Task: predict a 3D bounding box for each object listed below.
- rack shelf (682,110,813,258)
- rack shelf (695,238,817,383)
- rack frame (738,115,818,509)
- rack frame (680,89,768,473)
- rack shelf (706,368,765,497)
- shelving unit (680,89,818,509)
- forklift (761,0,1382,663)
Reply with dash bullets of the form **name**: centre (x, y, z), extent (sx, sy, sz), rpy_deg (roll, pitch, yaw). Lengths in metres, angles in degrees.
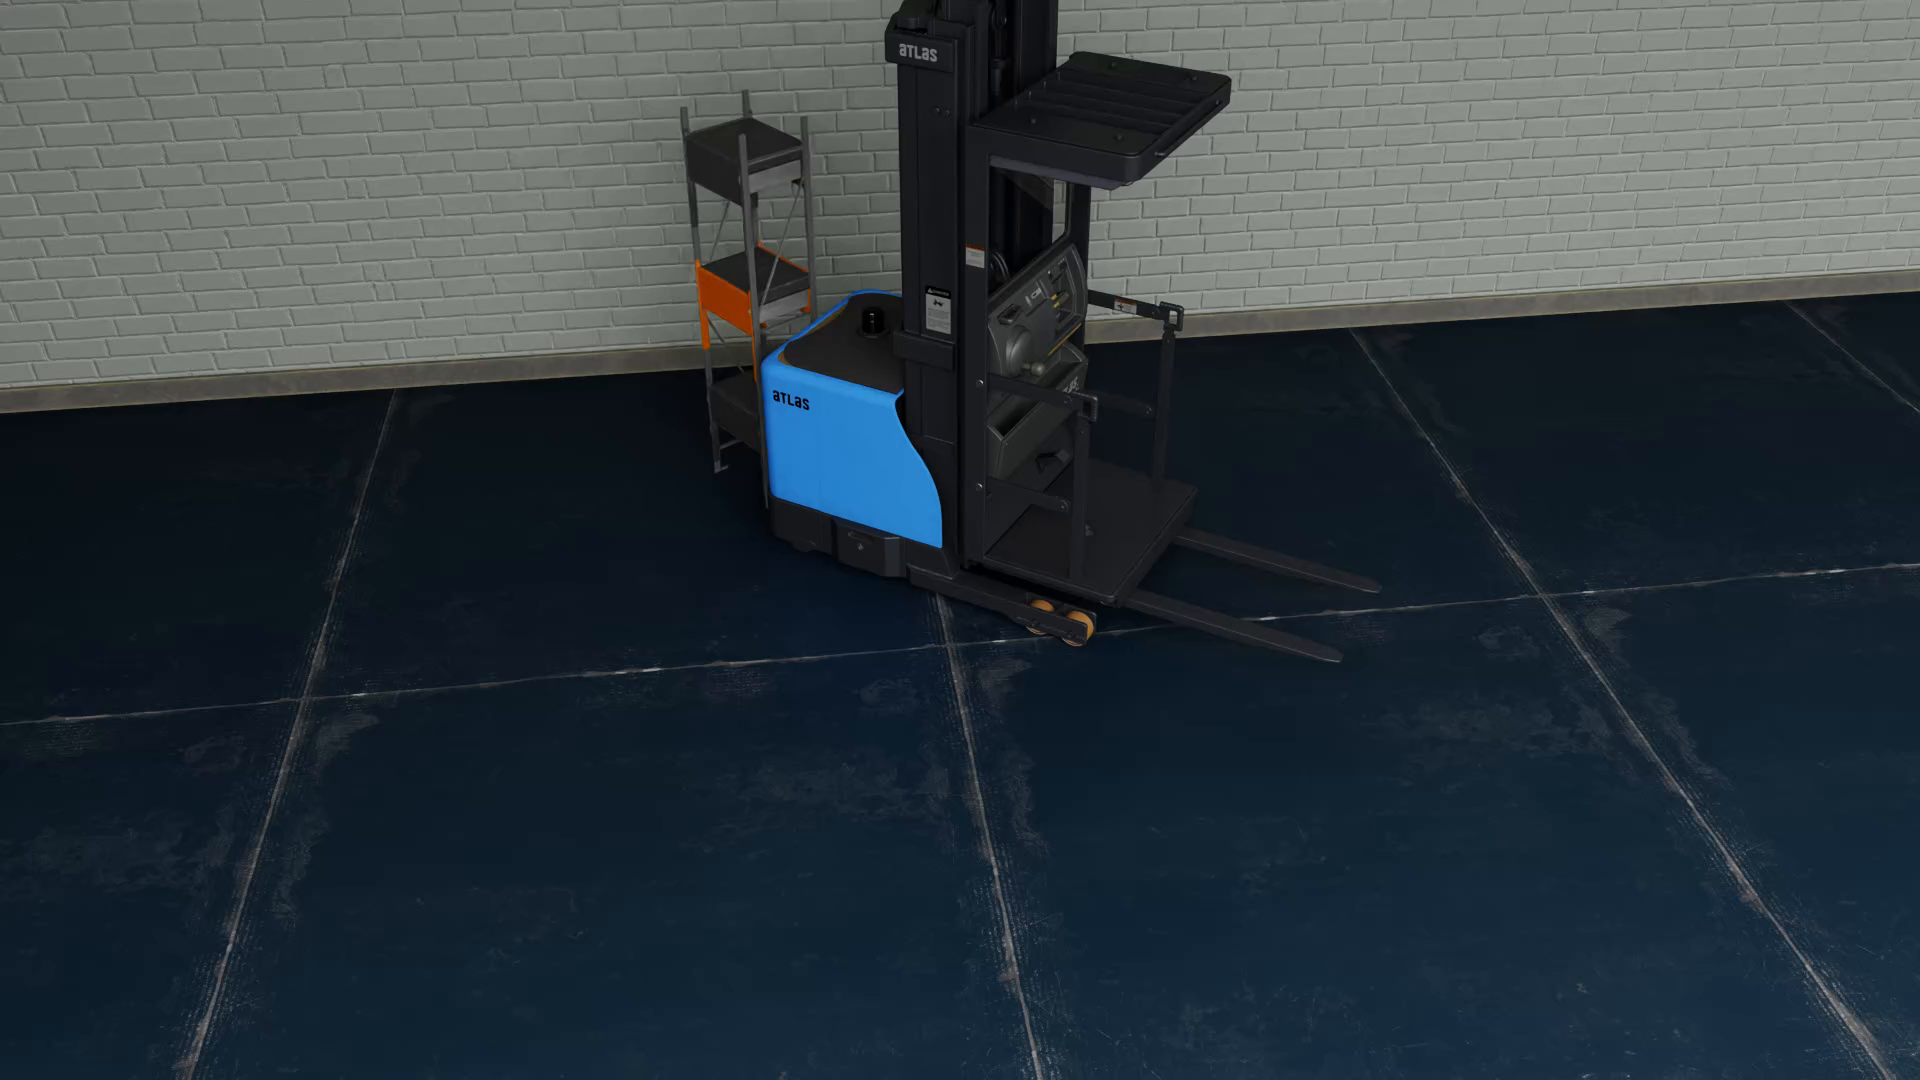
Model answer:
- **rack shelf**: centre (-1.051, -1.777, 8.271), extent (0.431, 0.518, 0.480), rpy_deg (-26, 43, -33)
- **rack shelf**: centre (-1.053, -1.201, 8.669), extent (0.431, 0.518, 0.480), rpy_deg (-26, 43, -33)
- **rack frame**: centre (-0.892, -1.108, 8.510), extent (0.400, 2.100, 0.015), rpy_deg (-26, 43, -33)
- **rack frame**: centre (-1.214, -1.317, 8.811), extent (0.400, 2.100, 0.015), rpy_deg (-26, 43, -33)
- **rack shelf**: centre (-1.055, -0.625, 9.066), extent (0.431, 0.518, 0.480), rpy_deg (-26, 43, -33)
- **shelving unit**: centre (-1.053, -1.212, 8.661), extent (0.431, 2.100, 0.503), rpy_deg (-26, 43, -33)
- **forklift**: centre (0.548, -1.044, 7.679), extent (3.031, 2.935, 1.130), rpy_deg (17, 38, 23)
